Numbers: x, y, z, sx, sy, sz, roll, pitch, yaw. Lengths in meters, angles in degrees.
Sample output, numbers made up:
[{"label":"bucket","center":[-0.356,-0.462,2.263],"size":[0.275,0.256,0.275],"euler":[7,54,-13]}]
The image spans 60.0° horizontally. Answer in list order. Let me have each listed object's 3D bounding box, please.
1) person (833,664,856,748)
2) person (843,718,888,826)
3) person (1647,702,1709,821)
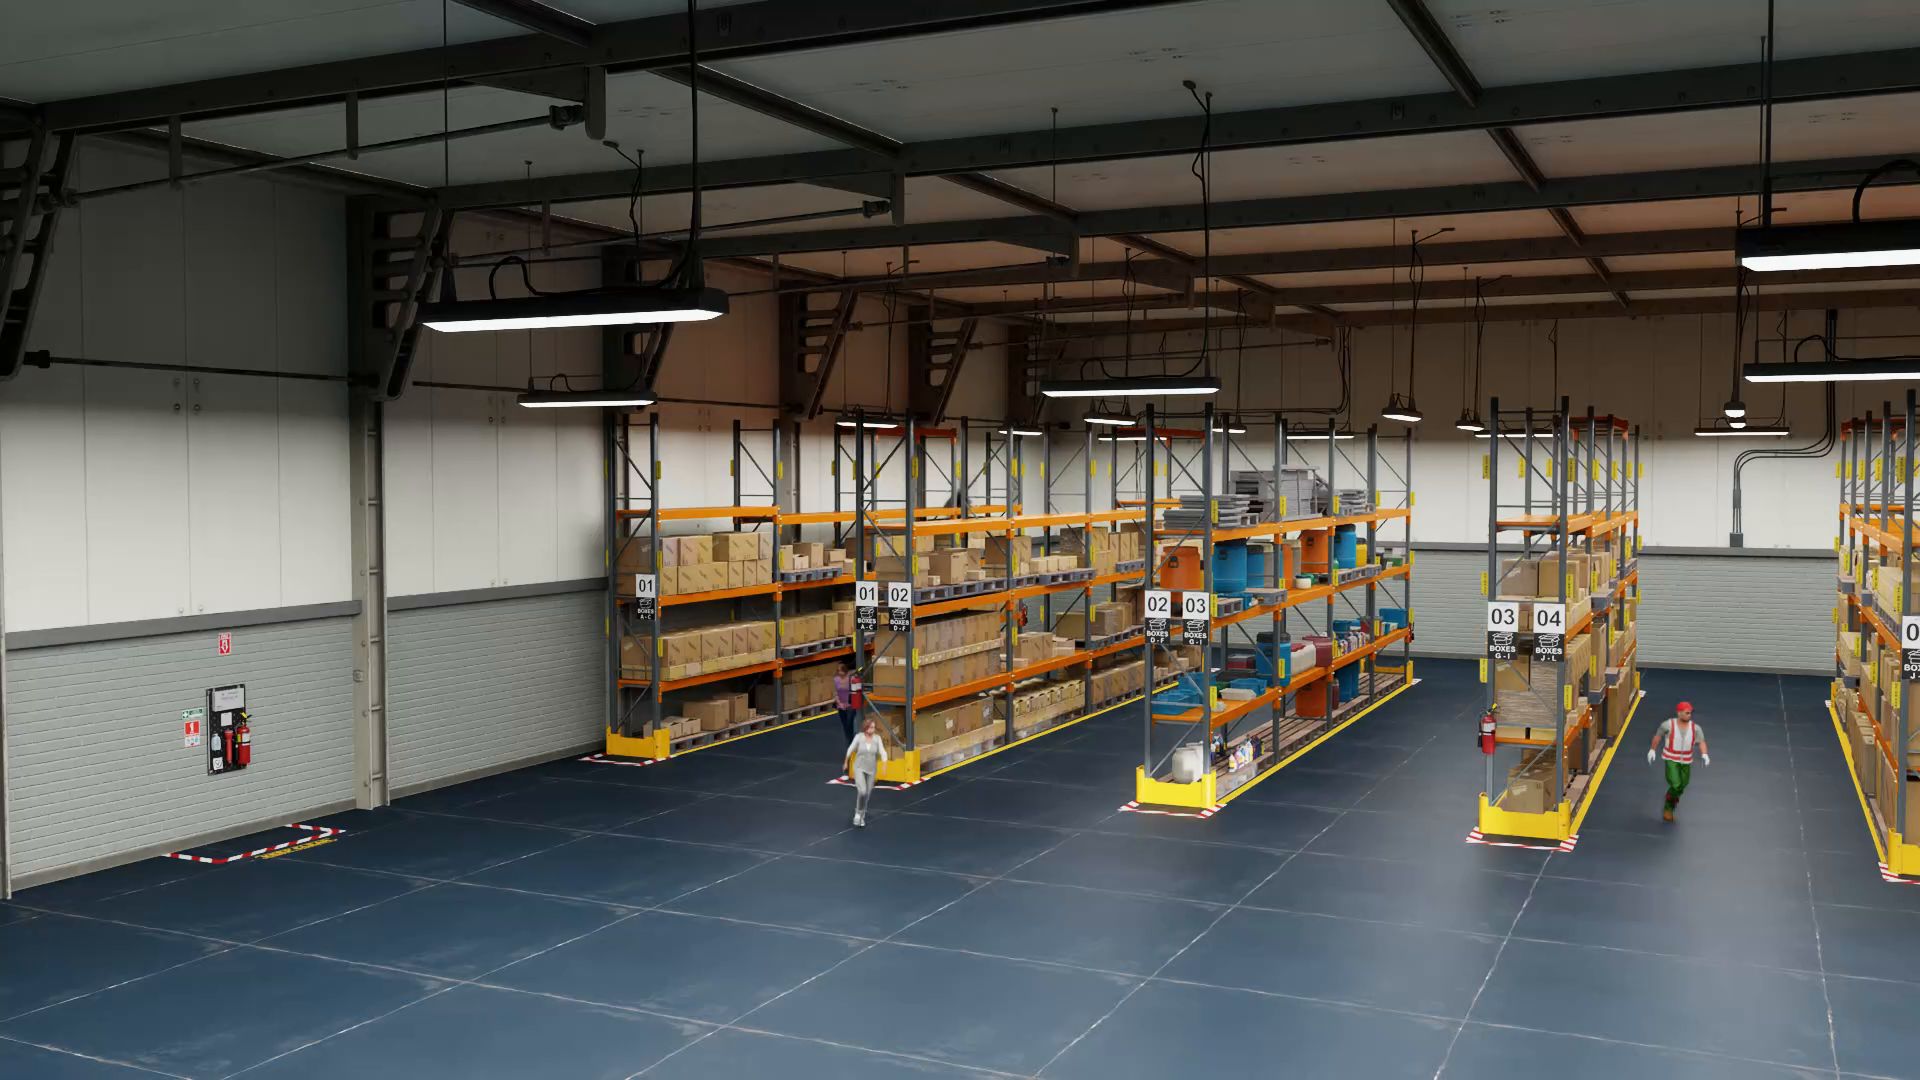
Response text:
[{"label":"person","center":[-2.005,3.004,29.450],"size":[0.435,1.590,0.631],"euler":[1,2,16]},{"label":"person","center":[-1.292,3.249,23.179],"size":[0.521,1.556,0.759],"euler":[-1,3,-20]},{"label":"person","center":[10.151,3.130,23.412],"size":[0.633,1.734,0.814],"euler":[0,2,-1]}]
